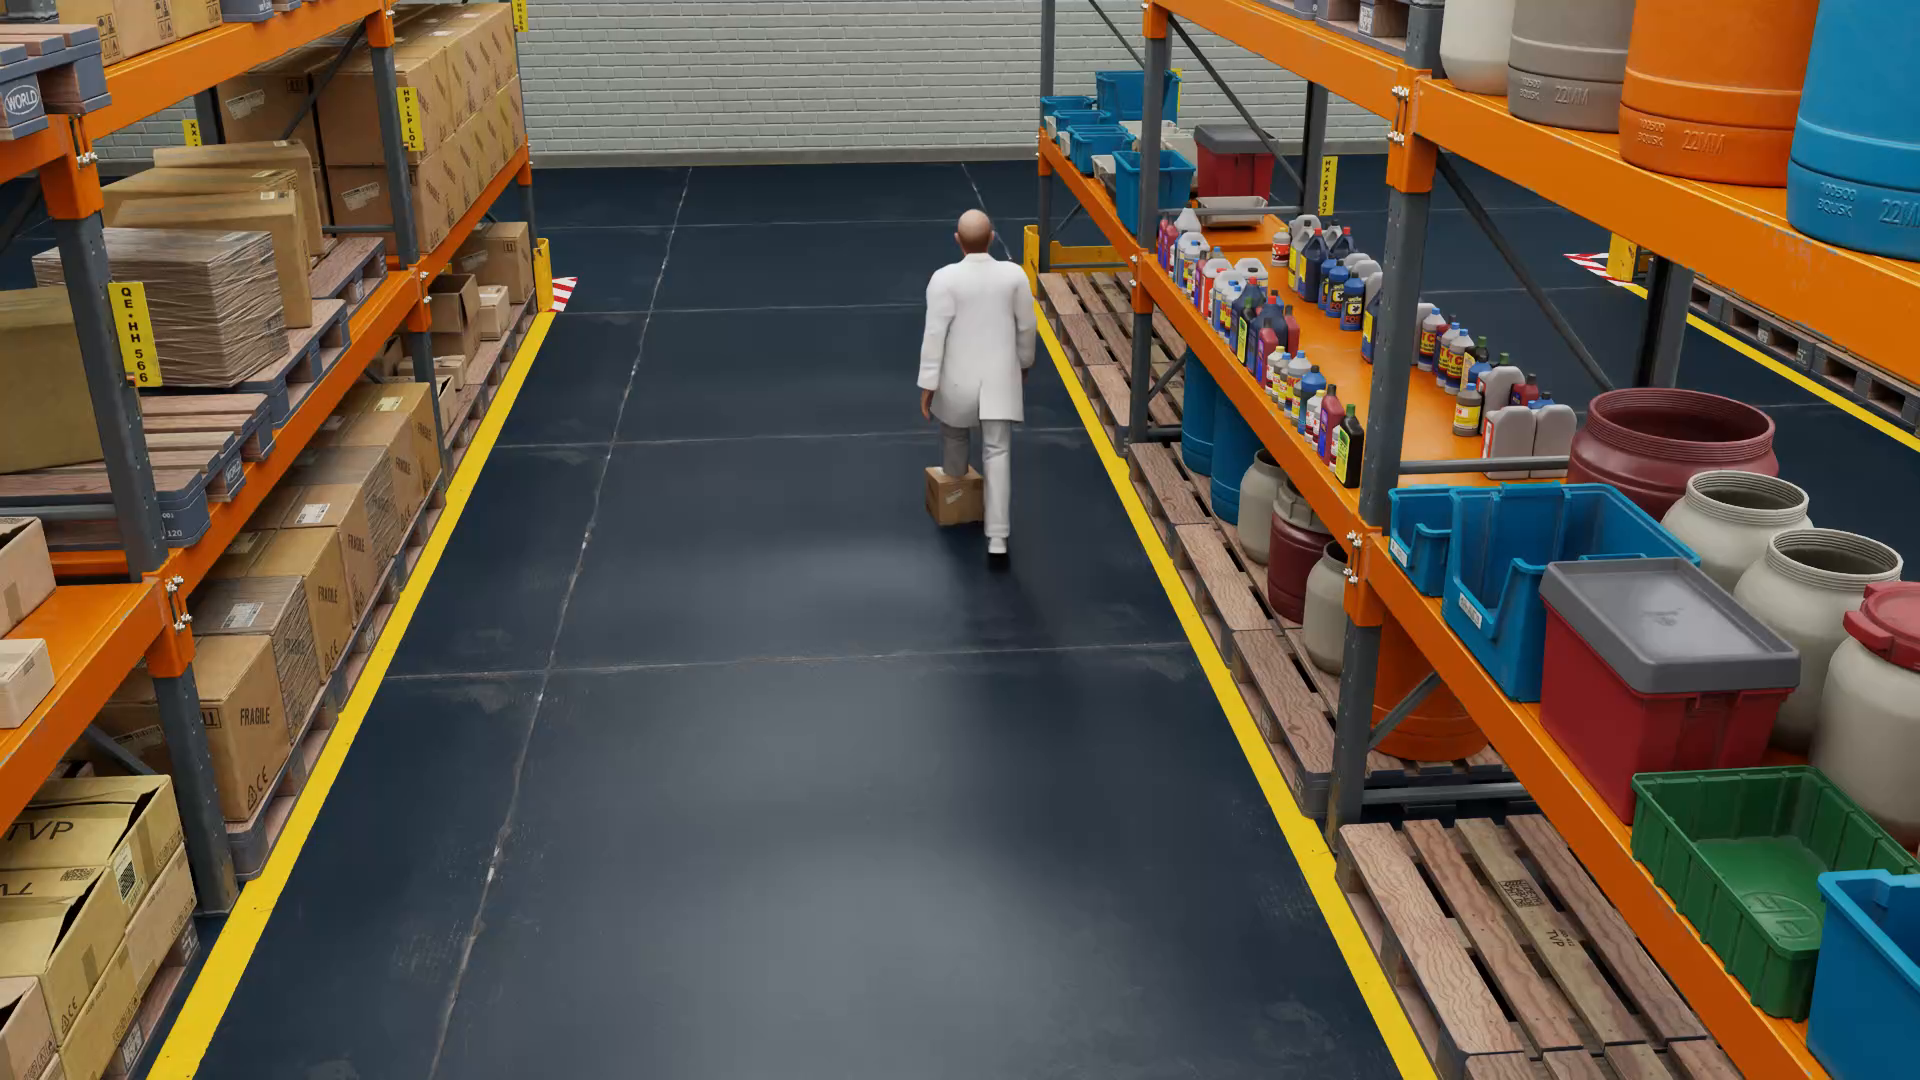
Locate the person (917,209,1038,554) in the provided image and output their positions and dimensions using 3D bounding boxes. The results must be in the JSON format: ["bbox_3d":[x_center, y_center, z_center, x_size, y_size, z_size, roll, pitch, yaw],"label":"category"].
[{"bbox_3d":[0.084,-0.863,8.631,0.643,1.723,1.164,-2,24,-6],"label":"person"}]
